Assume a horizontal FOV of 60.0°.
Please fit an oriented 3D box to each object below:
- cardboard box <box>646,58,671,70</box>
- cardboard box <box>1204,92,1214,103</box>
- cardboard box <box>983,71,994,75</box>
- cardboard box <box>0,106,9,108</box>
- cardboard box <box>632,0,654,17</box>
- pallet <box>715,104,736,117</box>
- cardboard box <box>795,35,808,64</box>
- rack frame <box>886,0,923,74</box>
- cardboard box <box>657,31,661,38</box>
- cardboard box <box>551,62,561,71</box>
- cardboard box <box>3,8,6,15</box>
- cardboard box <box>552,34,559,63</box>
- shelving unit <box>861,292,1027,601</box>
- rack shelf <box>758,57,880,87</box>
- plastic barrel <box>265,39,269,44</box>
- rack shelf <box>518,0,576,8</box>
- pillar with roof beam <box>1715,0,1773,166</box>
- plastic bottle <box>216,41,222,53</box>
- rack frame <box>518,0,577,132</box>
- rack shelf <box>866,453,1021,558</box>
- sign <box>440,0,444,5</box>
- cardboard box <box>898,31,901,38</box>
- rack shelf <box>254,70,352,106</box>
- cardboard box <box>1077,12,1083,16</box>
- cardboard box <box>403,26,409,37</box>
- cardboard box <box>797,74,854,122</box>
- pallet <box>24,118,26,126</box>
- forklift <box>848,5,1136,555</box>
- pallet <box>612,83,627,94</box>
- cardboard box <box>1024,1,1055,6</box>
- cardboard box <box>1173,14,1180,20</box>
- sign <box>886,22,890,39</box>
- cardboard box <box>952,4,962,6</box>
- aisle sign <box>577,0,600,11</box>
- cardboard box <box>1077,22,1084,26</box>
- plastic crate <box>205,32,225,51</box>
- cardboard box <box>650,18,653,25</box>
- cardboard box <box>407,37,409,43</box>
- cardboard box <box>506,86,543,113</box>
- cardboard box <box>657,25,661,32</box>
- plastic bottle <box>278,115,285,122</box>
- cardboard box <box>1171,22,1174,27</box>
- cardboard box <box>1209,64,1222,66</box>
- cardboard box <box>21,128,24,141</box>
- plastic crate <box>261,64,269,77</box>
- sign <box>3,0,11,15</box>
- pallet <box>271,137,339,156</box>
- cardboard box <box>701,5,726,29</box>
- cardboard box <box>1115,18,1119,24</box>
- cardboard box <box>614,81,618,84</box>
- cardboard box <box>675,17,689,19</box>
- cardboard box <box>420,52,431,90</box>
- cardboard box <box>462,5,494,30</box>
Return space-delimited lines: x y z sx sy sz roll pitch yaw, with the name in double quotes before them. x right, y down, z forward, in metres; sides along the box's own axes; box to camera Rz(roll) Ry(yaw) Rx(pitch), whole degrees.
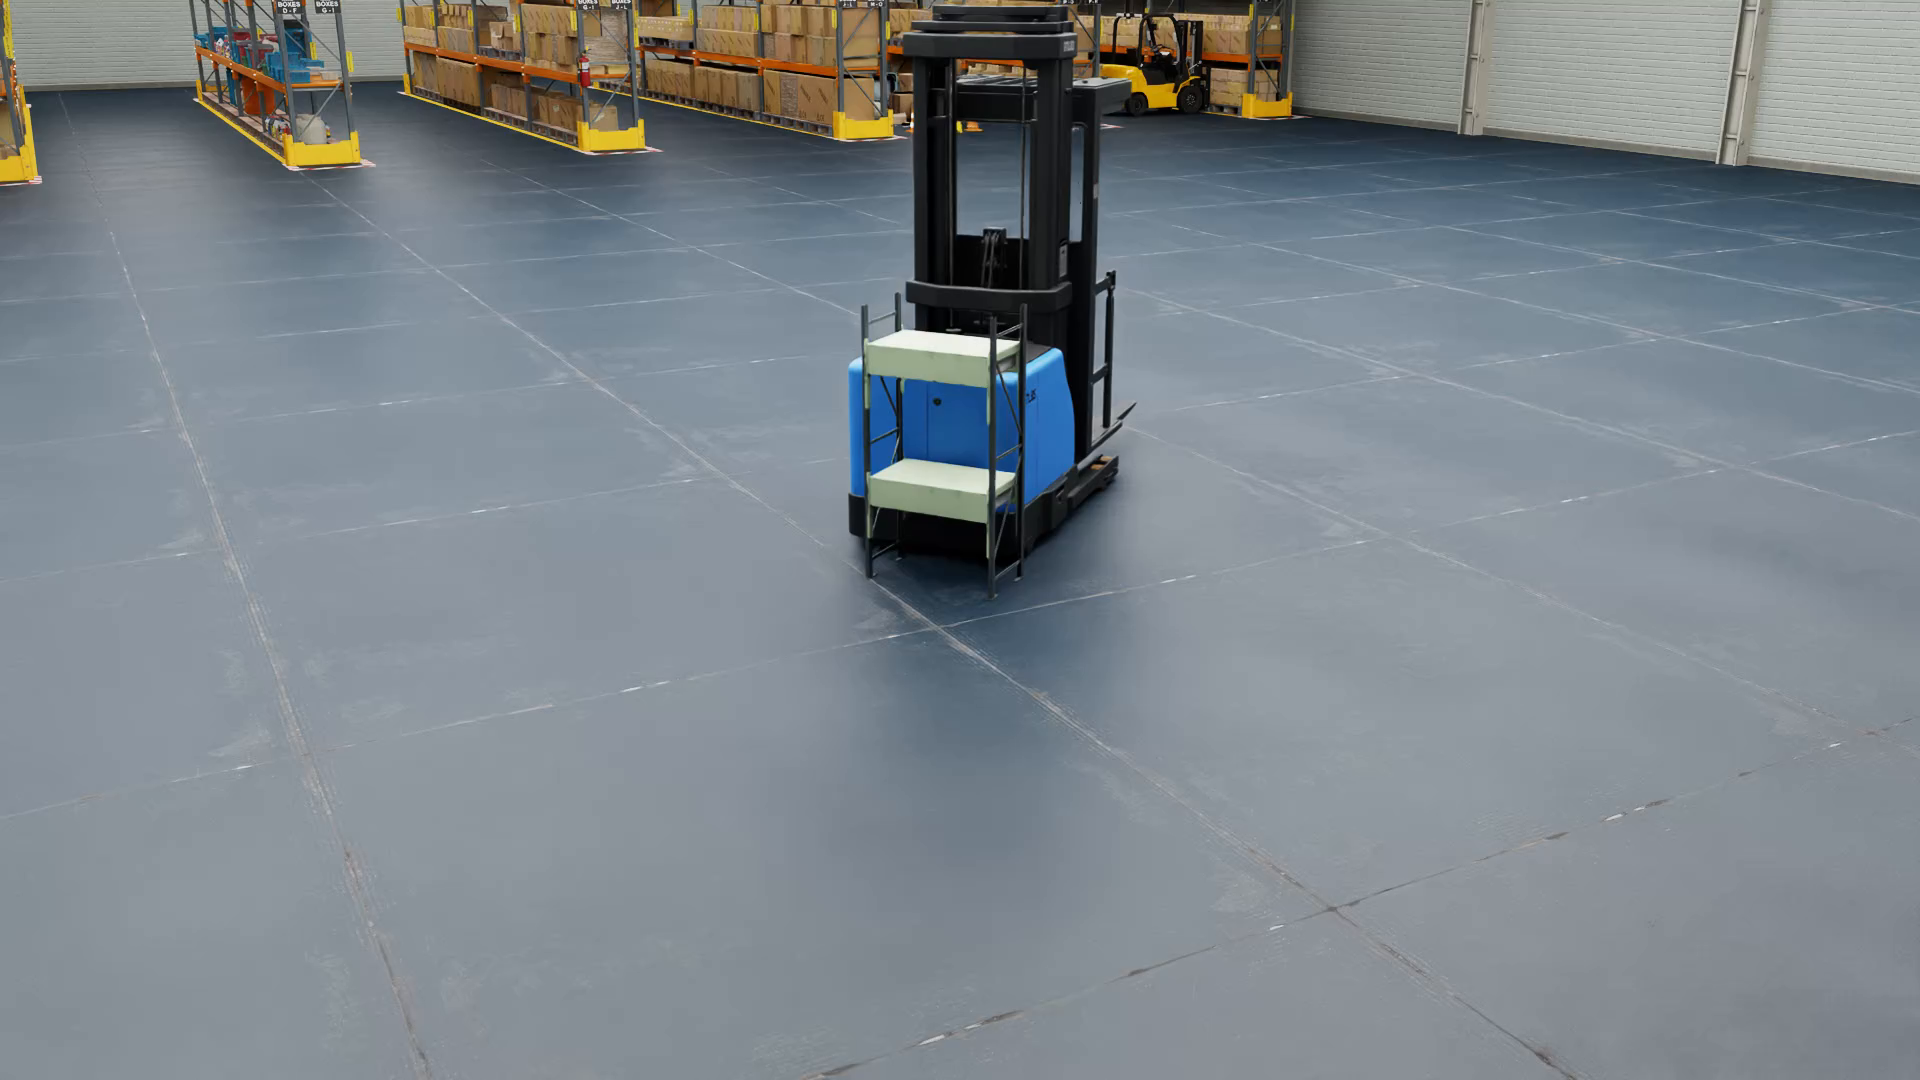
"cardboard box" -7.467 -11.828 41.349 0.500 0.250 0.500 -11 22 -29
"cardboard box" 5.829 -10.104 37.887 0.500 0.250 0.500 -10 21 -26
"cardboard box" 0.829 -10.099 36.722 0.500 0.500 0.500 -9 21 -24
"cardboard box" -15.789 -6.865 27.349 0.500 0.500 0.500 -10 21 -27
"cardboard box" -8.047 -13.463 41.907 0.500 0.500 0.500 -11 22 -29
"pallet" -4.803 -9.655 37.289 1.003 0.211 1.213 -10 21 -27
"cardboard box" -2.827 -9.916 33.539 0.875 0.550 0.500 -10 21 -27
"rack frame" -1.378 -12.357 40.844 1.000 3.000 0.127 -10 21 -27
"cardboard box" -7.061 -12.158 40.009 0.380 0.149 0.250 -11 22 -29
"cardboard box" -7.422 -8.871 31.126 0.380 0.149 0.250 -10 21 -27
"cardboard box" -20.694 -11.136 35.618 0.500 0.500 0.500 -9 21 -25
"cardboard box" -7.080 -9.151 30.943 0.875 0.500 0.500 -10 21 -27
"shelving unit" -0.083 -0.500 8.781 0.755 1.500 0.431 9 21 25
"rack shelf" -2.837 -9.499 33.664 1.077 0.370 4.000 -10 21 -27
"plastic barrel" -13.581 -9.725 33.043 0.421 0.512 0.421 0 19 0
"rack shelf" -7.250 -10.178 31.032 1.077 0.370 4.000 -10 21 -27
"pillar with roof beam" 9.160 -9.894 24.509 9.100 9.000 0.400 -10 21 -27
"plastic bottle" -16.299 -10.848 36.660 0.152 0.276 0.135 -10 21 -27
"rack frame" -8.200 -9.674 33.068 1.000 3.000 0.127 -10 21 -27
"rack shelf" -0.083 -0.192 8.888 0.720 0.370 0.431 9 21 25
"sign" -13.414 -13.858 43.055 0.100 0.325 0.005 -10 21 -27
"cardboard box" -1.282 -12.228 40.212 0.380 0.149 0.250 -11 22 -30
"rack shelf" -11.609 -7.992 29.298 1.077 0.370 4.000 -10 21 -27
"cardboard box" 2.882 -13.545 43.489 0.500 0.500 0.500 -9 21 -24
"cardboard box" -13.908 -13.009 42.506 0.500 0.250 0.500 -11 22 -28
"cardboard box" -2.687 -8.896 33.426 0.875 0.875 0.875 -10 22 -28
"pallet" -19.716 -8.540 34.058 1.003 0.211 1.213 -10 21 -27
"forklift" 0.378 -1.745 10.195 1.130 2.935 3.031 7 20 20
"pallet" -8.519 -11.929 43.879 1.003 0.211 1.213 -10 21 -27
"cardboard box" 1.753 -10.980 34.712 0.700 0.500 0.500 -10 21 -26
"cardboard box" 5.143 -12.113 38.533 0.380 0.149 0.250 -9 21 -25
"sign" -1.396 -9.796 31.972 0.100 0.325 0.005 -10 21 -27
"cardboard box" 0.003 -12.388 38.685 0.380 0.149 0.250 -9 21 -24
"aisle sign" -6.535 -9.690 29.130 0.394 0.787 0.004 -10 21 -27
"cardboard box" 3.221 -12.983 42.122 0.500 0.250 0.500 -9 21 -25
"plastic crate" -16.879 -11.305 37.728 0.392 0.384 0.575 -10 21 -27
"cardboard box" -7.307 -12.588 40.342 0.380 0.149 0.250 -10 21 -27
"cardboard box" -13.897 -12.773 42.436 0.380 0.149 0.250 -10 22 -27
"cardboard box" -9.213 -9.340 35.259 0.700 0.500 0.500 -8 21 -22
"cardboard box" -7.059 -12.297 39.955 0.380 0.149 0.250 -10 22 -28
"plastic bottle" -12.413 -7.589 30.412 0.144 0.351 0.185 -10 21 -27
"cardboard box" 5.133 -11.973 38.584 0.380 0.149 0.250 -9 21 -25
"cardboard box" 5.775 -10.948 38.800 0.500 0.250 0.500 -10 21 -26
"cardboard box" -16.893 -7.193 29.451 0.500 0.250 0.500 -11 22 -28
"plastic crate" -12.162 -8.373 29.623 0.450 0.188 0.662 -10 21 -27
"sign" -22.120 -12.362 38.599 0.100 0.325 0.005 -10 21 -27
"pallet" -11.693 -7.039 29.706 1.003 0.211 1.213 -10 21 -27
"cardboard box" -5.481 -11.951 37.980 0.700 0.500 0.500 -10 21 -27
"cardboard box" 4.012 -12.686 40.649 0.380 0.149 0.250 -11 22 -28
"cardboard box" -8.926 -12.142 43.948 0.380 0.149 0.250 -11 22 -29
"cardboard box" -6.735 -12.688 40.631 0.380 0.149 0.250 -11 22 -28
"cardboard box" -13.091 -11.880 42.075 0.875 0.875 0.875 -10 21 -27
"cardboard box" -10.739 -11.743 37.374 0.797 0.503 0.637 -9 21 -25
